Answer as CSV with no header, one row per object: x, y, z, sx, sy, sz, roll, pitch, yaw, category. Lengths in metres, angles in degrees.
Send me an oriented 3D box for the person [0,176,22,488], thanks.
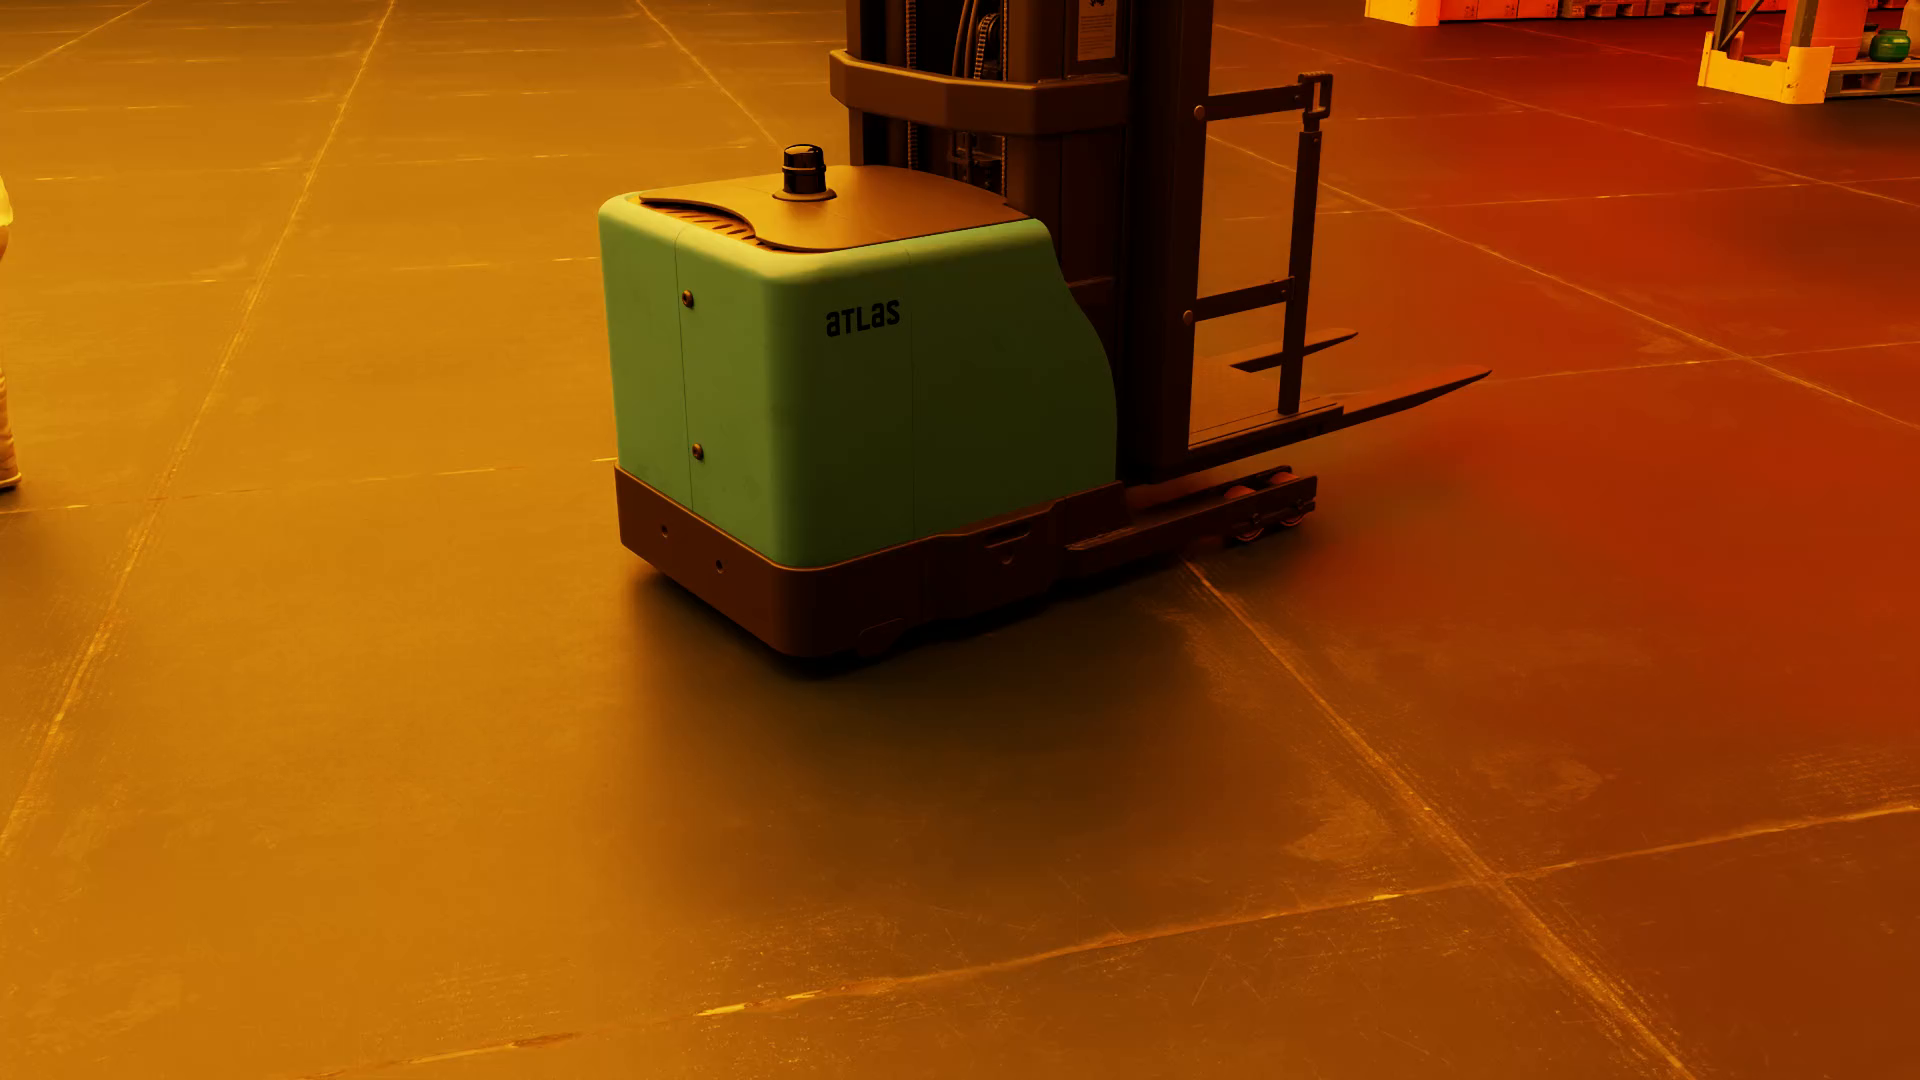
-3.230,-0.954,5.147,0.529,1.670,0.598,-6,24,-14,person

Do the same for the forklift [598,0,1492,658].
0.484,-1.493,4.818,3.031,2.935,1.130,-17,28,-34,forklift
